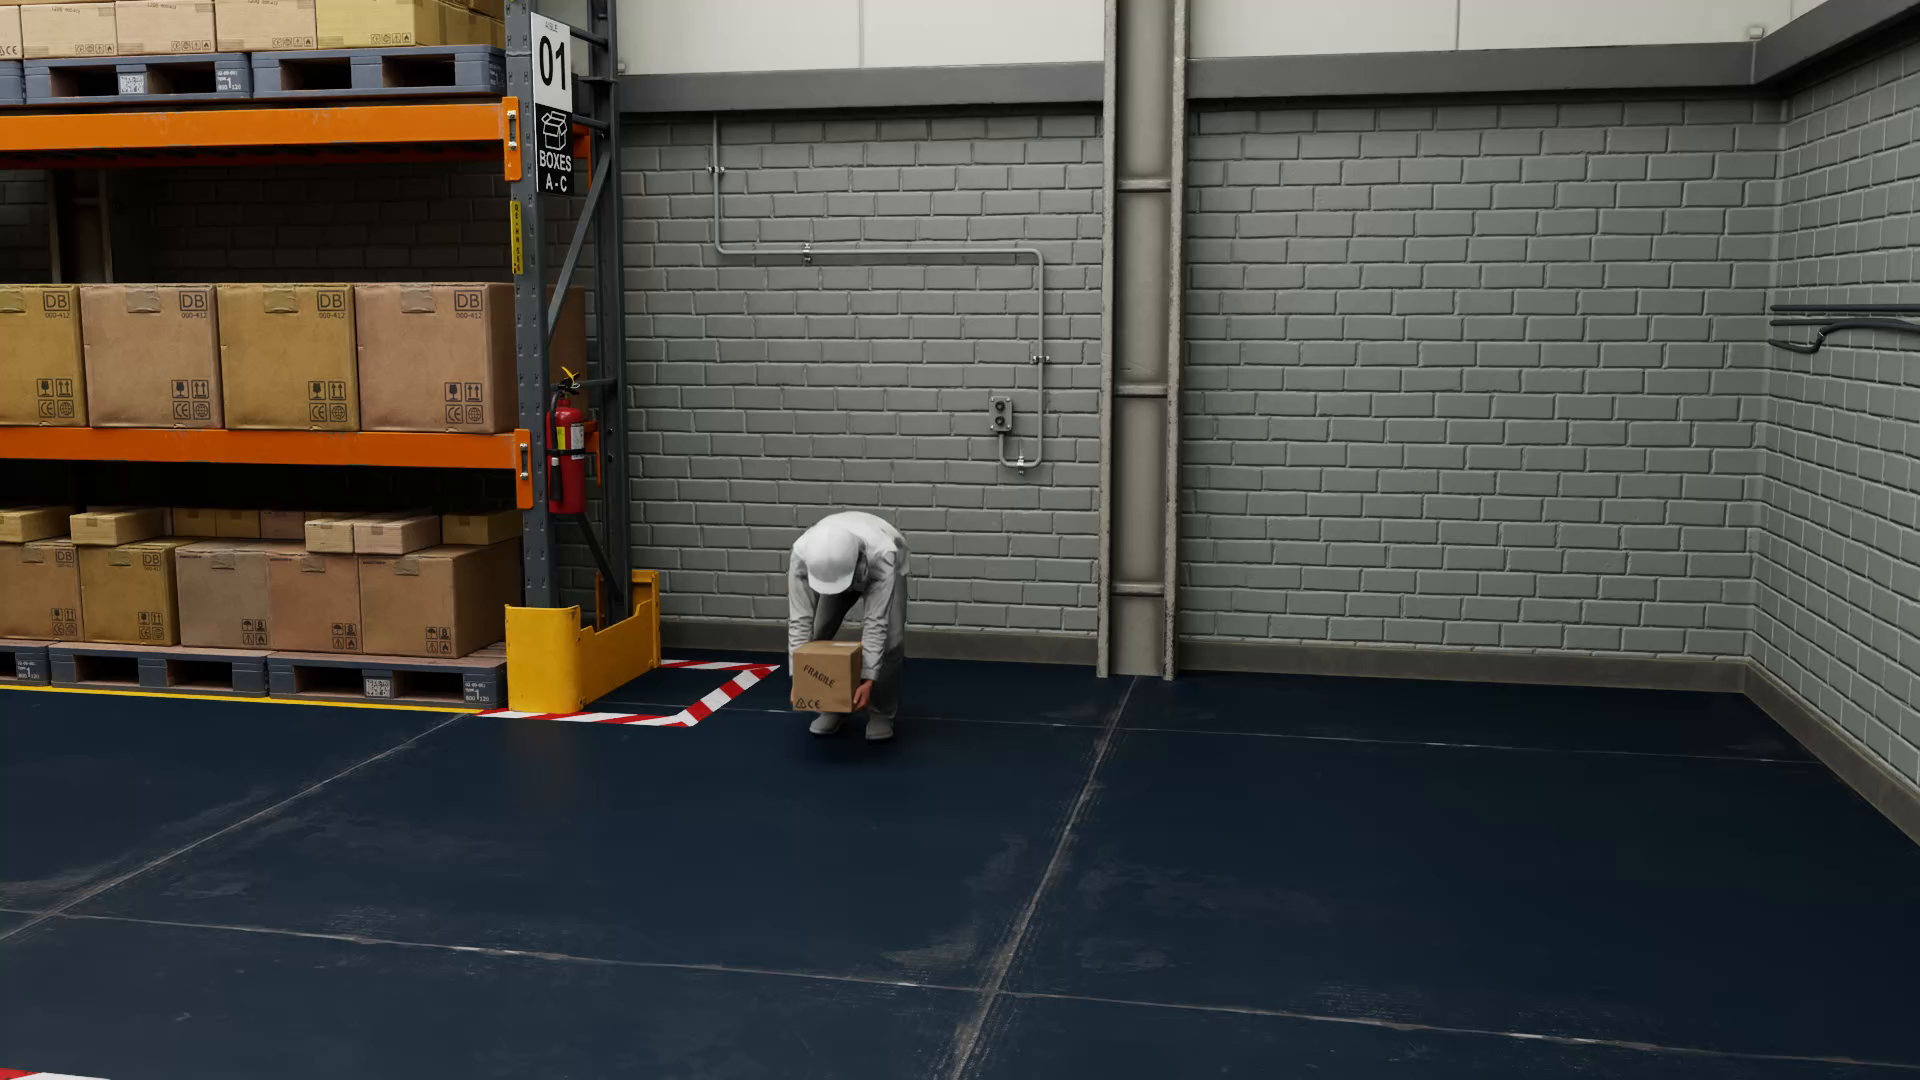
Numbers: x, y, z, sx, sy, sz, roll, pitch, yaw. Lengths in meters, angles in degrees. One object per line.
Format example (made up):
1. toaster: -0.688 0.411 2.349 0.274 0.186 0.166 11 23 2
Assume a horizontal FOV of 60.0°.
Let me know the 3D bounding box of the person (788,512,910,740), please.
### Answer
1. person: -0.492 0.385 7.215 0.501 1.012 0.996 1 8 8
